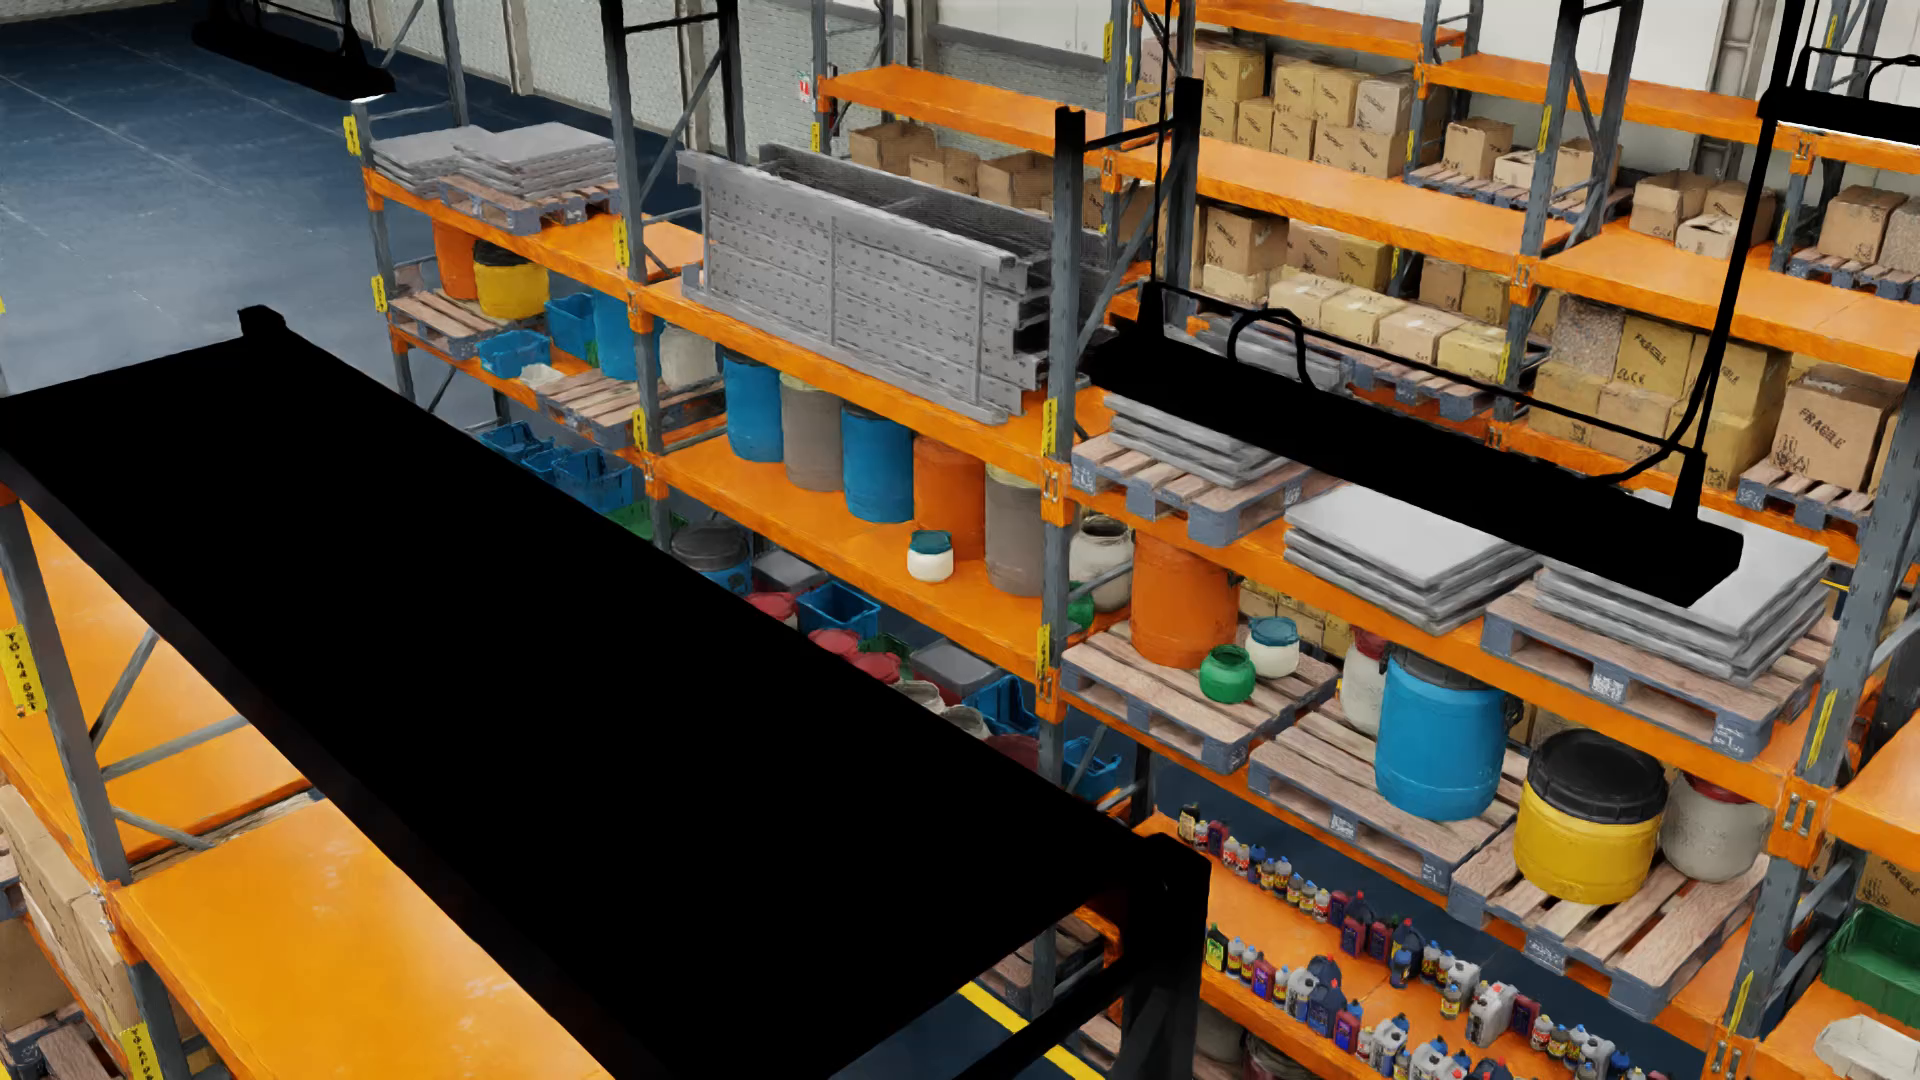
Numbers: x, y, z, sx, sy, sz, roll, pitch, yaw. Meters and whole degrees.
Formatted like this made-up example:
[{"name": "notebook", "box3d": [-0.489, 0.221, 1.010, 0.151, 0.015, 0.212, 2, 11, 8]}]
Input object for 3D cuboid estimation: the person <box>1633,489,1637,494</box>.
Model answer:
[{"name": "person", "box3d": [6.803, -0.588, 16.065, 0.598, 1.786, 0.444, 11, 30, 19]}]
